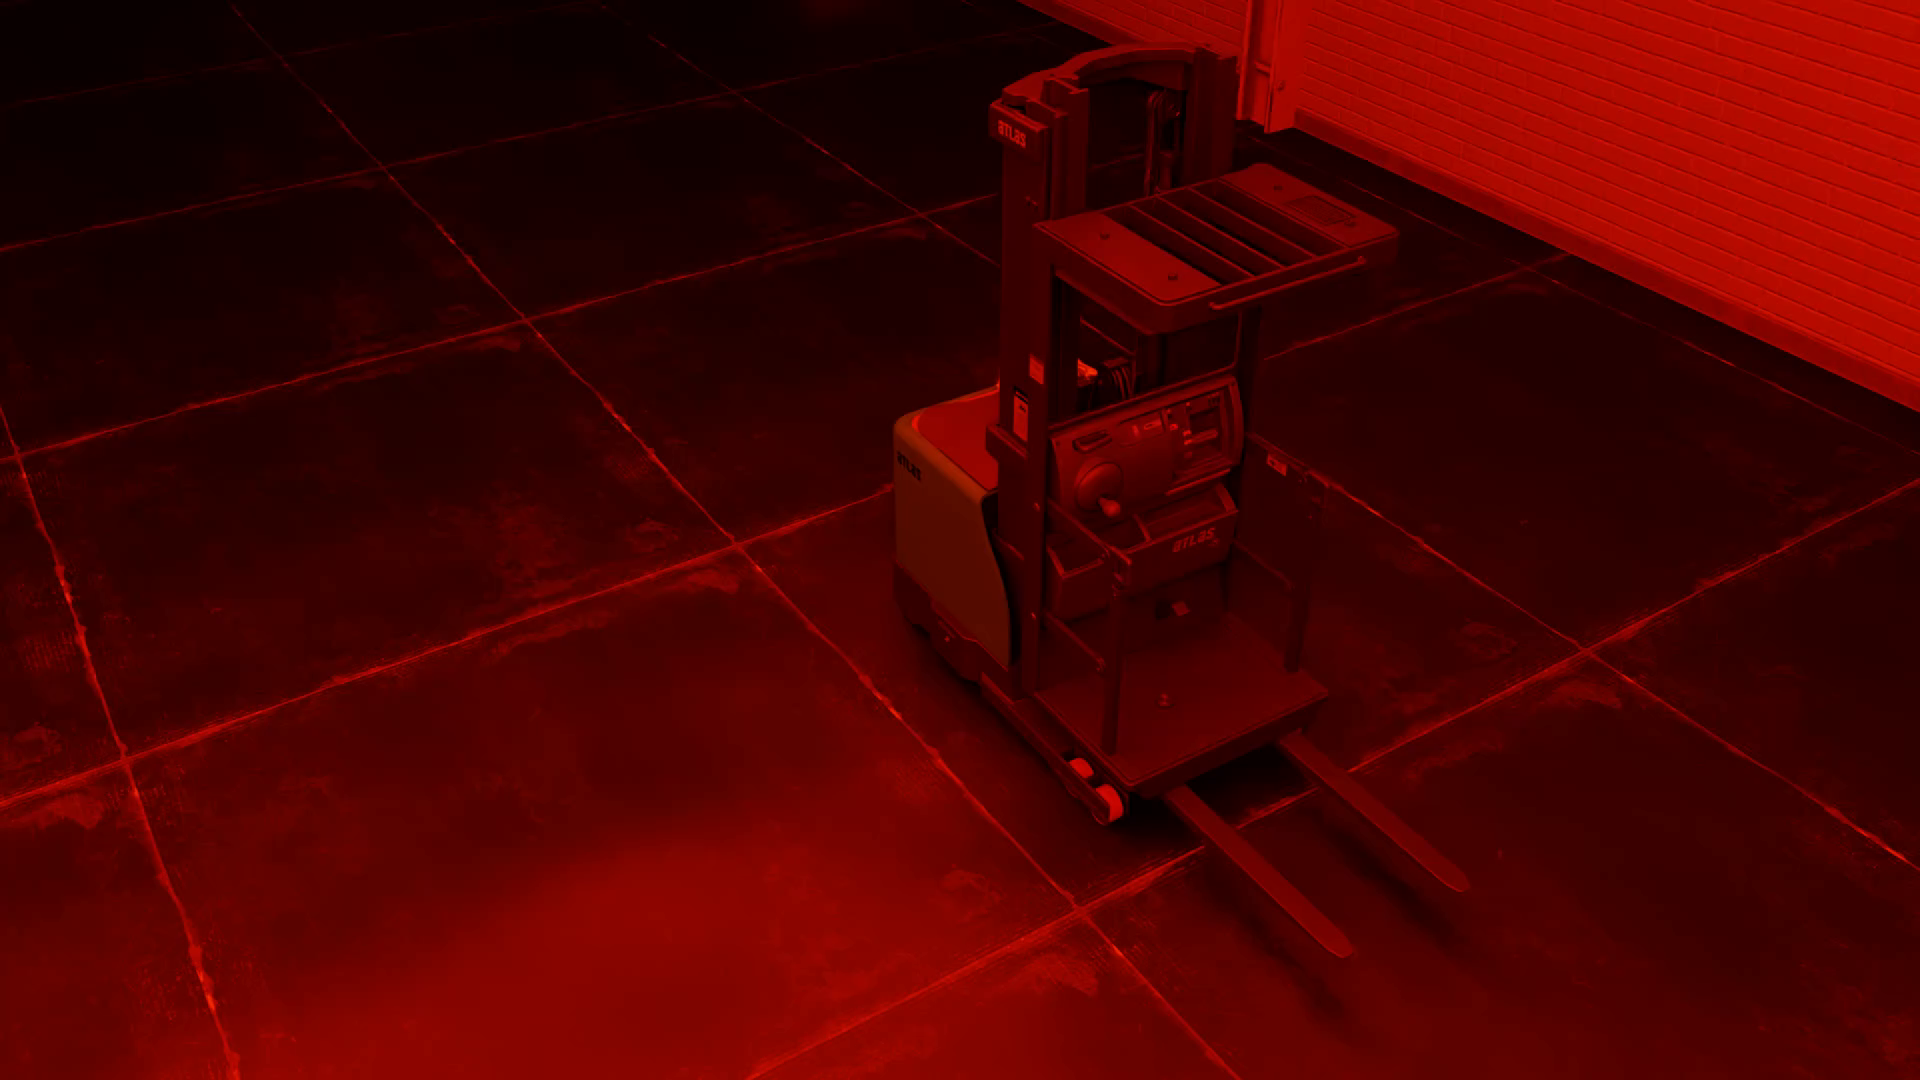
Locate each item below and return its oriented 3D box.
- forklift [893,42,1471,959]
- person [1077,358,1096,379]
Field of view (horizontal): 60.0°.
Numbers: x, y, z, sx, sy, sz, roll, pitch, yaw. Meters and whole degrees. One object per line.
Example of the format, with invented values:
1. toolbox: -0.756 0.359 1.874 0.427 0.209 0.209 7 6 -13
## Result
1. forklift: 0.884 -0.315 6.595 1.130 2.935 3.031 -20 40 -26
2. person: 0.452 -0.374 7.992 0.822 1.365 0.688 -10 36 -13
